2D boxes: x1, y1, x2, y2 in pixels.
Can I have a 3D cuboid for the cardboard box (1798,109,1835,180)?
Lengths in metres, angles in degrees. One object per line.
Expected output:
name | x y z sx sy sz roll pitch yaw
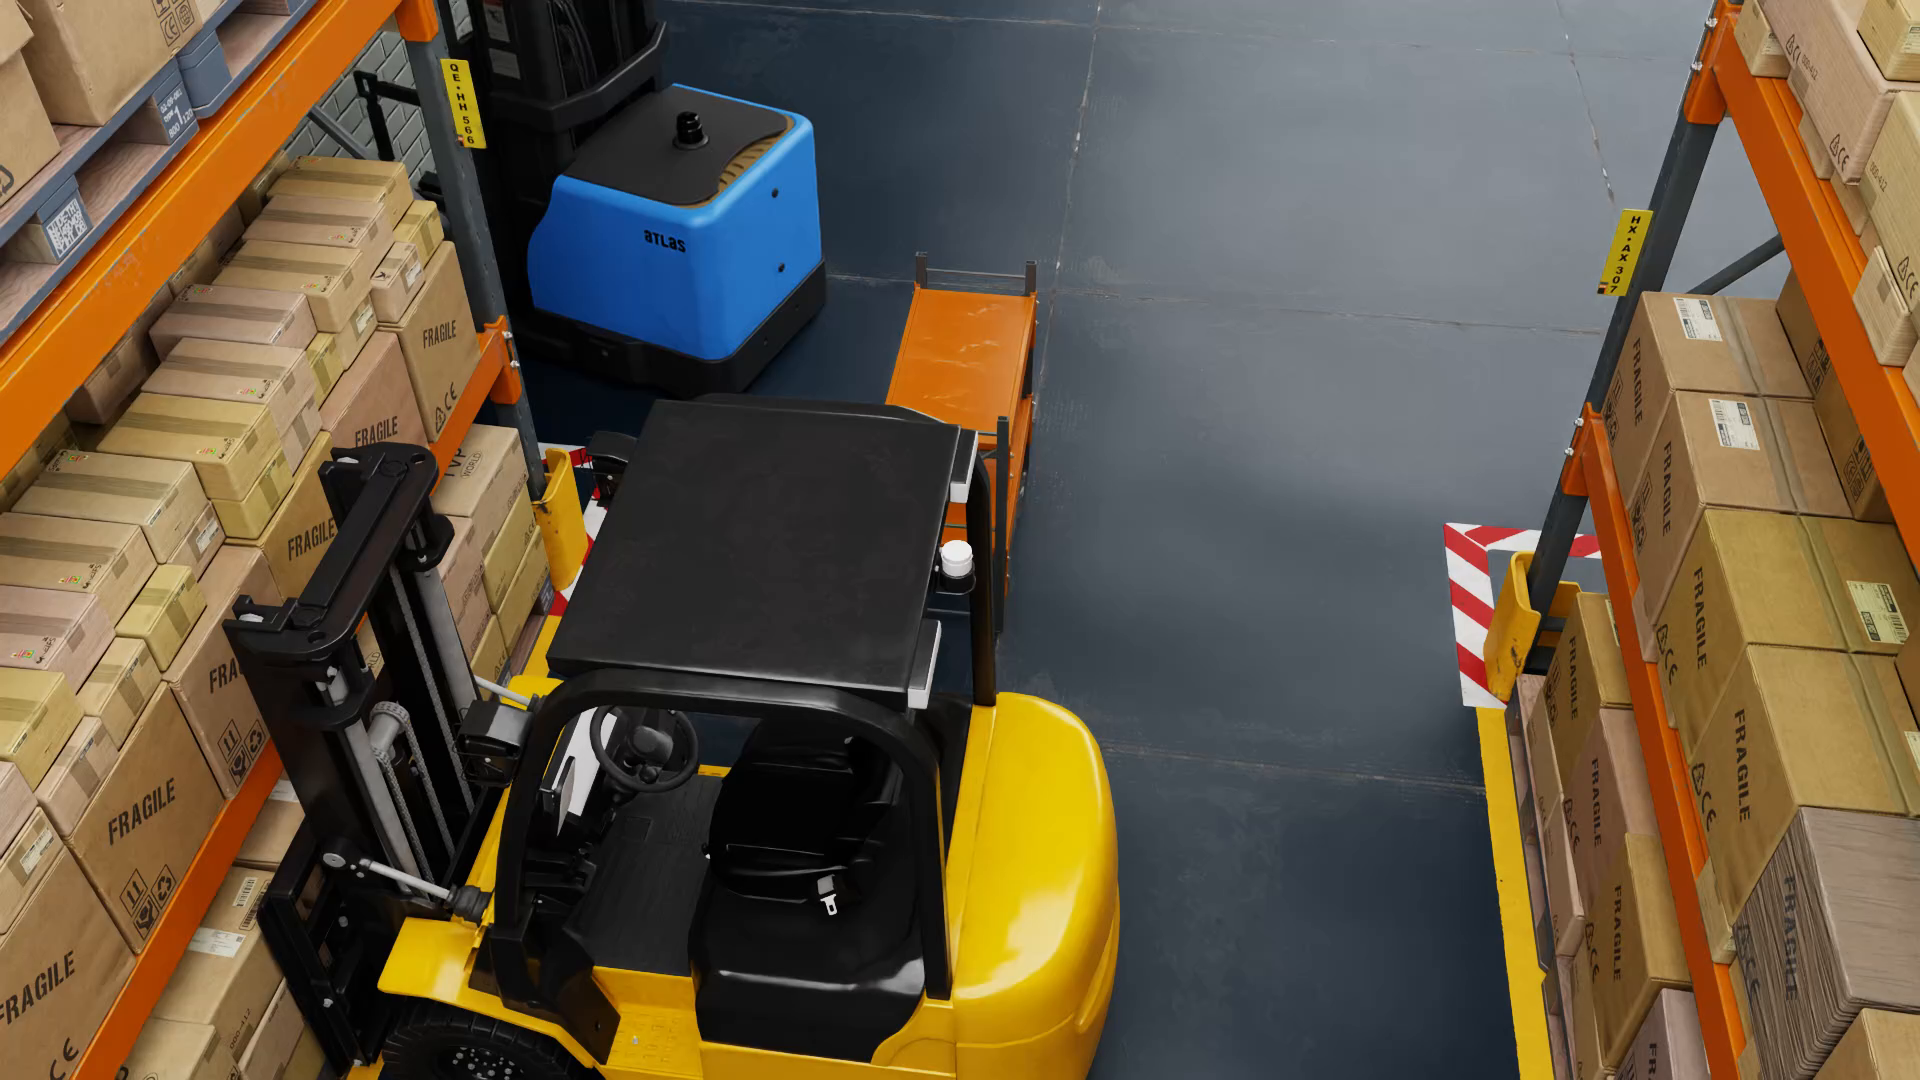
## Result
cardboard box | 2.329 -1.009 4.135 0.380 0.149 0.250 6 44 7

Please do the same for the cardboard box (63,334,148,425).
cardboard box | -2.614 -0.485 4.820 0.380 0.149 0.250 7 44 7

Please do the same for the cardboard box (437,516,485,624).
cardboard box | -2.025 0.153 5.874 0.500 0.250 0.500 6 44 6

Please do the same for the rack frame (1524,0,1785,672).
rack frame | 2.709 -0.572 5.672 1.000 3.000 0.127 5 44 6

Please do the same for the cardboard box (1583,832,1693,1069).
cardboard box | 2.187 1.241 4.907 0.500 0.500 0.500 6 44 6

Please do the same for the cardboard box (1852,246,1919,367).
cardboard box | 2.177 -0.492 3.589 0.380 0.149 0.250 6 44 6

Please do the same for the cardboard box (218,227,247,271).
cardboard box | -2.483 -0.911 5.485 0.380 0.149 0.250 5 44 6

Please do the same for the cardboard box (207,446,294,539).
cardboard box | -2.125 -0.154 4.686 0.380 0.149 0.250 6 44 6

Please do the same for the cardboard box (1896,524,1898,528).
cardboard box | 2.840 0.020 4.758 0.500 0.500 0.500 5 44 6

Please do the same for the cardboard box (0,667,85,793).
cardboard box | -2.291 0.429 3.854 0.380 0.149 0.250 5 44 5

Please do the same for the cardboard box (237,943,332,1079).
cardboard box | -2.228 1.384 4.938 0.500 0.250 0.500 5 44 5

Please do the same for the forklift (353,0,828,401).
forklift | -2.229 -2.409 7.662 3.031 2.935 1.130 18 46 18

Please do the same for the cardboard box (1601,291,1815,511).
cardboard box | 2.372 -0.418 5.221 0.500 0.500 0.500 5 44 5

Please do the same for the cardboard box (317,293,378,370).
cardboard box | -2.079 -0.682 5.244 0.380 0.149 0.250 6 44 6

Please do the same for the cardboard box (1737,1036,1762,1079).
cardboard box | 2.052 1.306 3.872 0.380 0.149 0.250 5 44 5

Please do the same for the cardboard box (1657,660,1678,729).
cardboard box | 2.244 0.427 4.800 0.380 0.149 0.250 6 44 7

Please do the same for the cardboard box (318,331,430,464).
cardboard box | -2.094 -0.345 5.360 0.500 0.500 0.500 7 44 7

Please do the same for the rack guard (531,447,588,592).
rack guard | -2.208 -0.129 7.023 1.175 0.500 0.348 5 44 6

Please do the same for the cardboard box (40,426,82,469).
cardboard box | -2.754 -0.215 4.751 0.380 0.149 0.250 7 44 7

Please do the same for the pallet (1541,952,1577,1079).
pallet | 2.393 1.872 5.119 1.003 0.211 1.213 5 44 6

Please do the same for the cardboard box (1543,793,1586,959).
cardboard box | 2.254 1.146 5.552 0.500 0.250 0.500 7 44 7

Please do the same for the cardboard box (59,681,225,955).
cardboard box | -2.304 0.689 4.268 0.500 0.500 0.500 5 44 5

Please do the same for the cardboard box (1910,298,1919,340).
cardboard box | 2.172 -0.352 3.151 0.500 0.250 0.500 6 44 6

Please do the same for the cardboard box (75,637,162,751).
cardboard box | -2.239 0.371 4.132 0.380 0.149 0.250 4 44 4

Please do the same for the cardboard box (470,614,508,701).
cardboard box | -2.035 0.513 6.221 0.500 0.250 0.500 5 44 6

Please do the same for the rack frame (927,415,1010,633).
rack frame | -0.068 -0.057 6.492 0.500 1.125 0.032 5 44 6

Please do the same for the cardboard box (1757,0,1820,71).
cardboard box | 2.379 -1.396 4.254 0.500 0.250 0.500 5 44 5

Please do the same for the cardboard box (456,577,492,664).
cardboard box | -2.043 0.345 6.035 0.500 0.250 0.500 5 44 5

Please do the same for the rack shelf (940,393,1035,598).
rack shelf | -0.001 -0.226 7.026 0.538 0.278 1.000 5 44 6

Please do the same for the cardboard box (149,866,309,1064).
cardboard box | -2.233 1.200 4.768 0.500 0.250 0.500 7 44 7

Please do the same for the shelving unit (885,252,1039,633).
shelving unit | -0.001 -0.404 6.858 0.538 1.125 1.048 5 44 6

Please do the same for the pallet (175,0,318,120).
pallet | -2.330 -1.598 4.639 1.003 0.211 1.213 5 44 6

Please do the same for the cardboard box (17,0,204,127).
cardboard box | -2.263 -1.322 3.832 0.700 0.500 0.500 5 44 6

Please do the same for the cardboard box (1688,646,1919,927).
cardboard box | 2.181 0.630 4.114 0.500 0.500 0.500 4 44 5

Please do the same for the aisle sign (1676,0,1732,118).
aisle sign | 2.410 -1.586 4.853 0.394 0.787 0.004 5 44 6

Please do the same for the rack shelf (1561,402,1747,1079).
rack shelf | 2.445 1.053 4.480 1.077 0.370 4.000 5 44 6

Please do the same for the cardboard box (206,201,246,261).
cardboard box | -2.565 -1.015 5.380 0.380 0.149 0.250 7 44 7

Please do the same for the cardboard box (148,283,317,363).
cardboard box | -2.166 -0.622 4.965 0.380 0.149 0.250 5 44 6

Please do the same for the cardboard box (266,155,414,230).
cardboard box | -2.050 -1.137 5.508 0.380 0.149 0.250 5 44 6

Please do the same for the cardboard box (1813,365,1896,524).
cardboard box | 2.784 -0.367 4.439 0.700 0.500 0.500 6 44 6

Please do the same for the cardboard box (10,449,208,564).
cardboard box | -2.247 -0.091 4.404 0.380 0.149 0.250 6 44 6
